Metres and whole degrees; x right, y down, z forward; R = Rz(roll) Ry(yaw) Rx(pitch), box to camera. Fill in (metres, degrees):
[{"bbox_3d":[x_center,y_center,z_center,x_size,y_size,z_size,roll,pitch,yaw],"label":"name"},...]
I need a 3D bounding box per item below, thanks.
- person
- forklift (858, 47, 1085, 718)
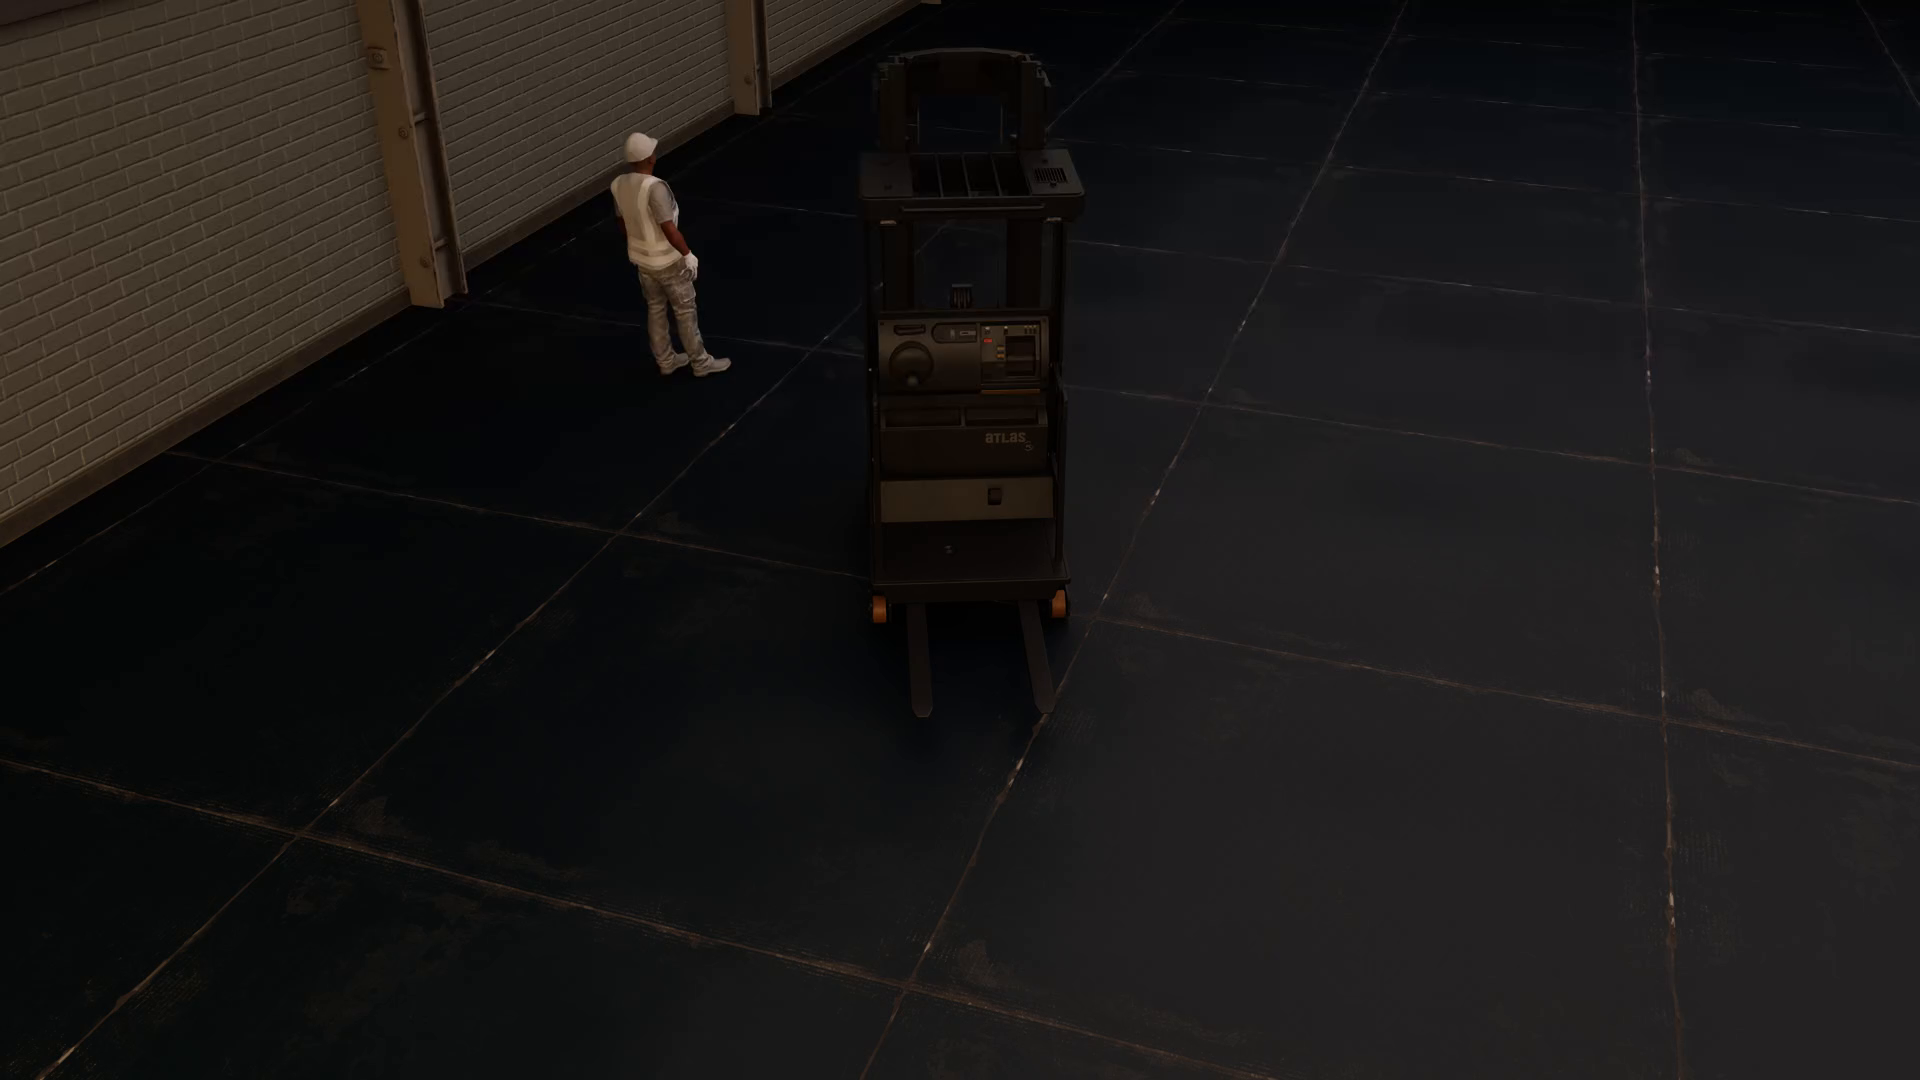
[{"bbox_3d":[-2.091,-2.042,11.863,0.656,1.781,0.579,22,37,34],"label":"person"},{"bbox_3d":[0.035,-0.972,8.842,1.130,2.935,3.031,-2,30,-3],"label":"forklift"}]
